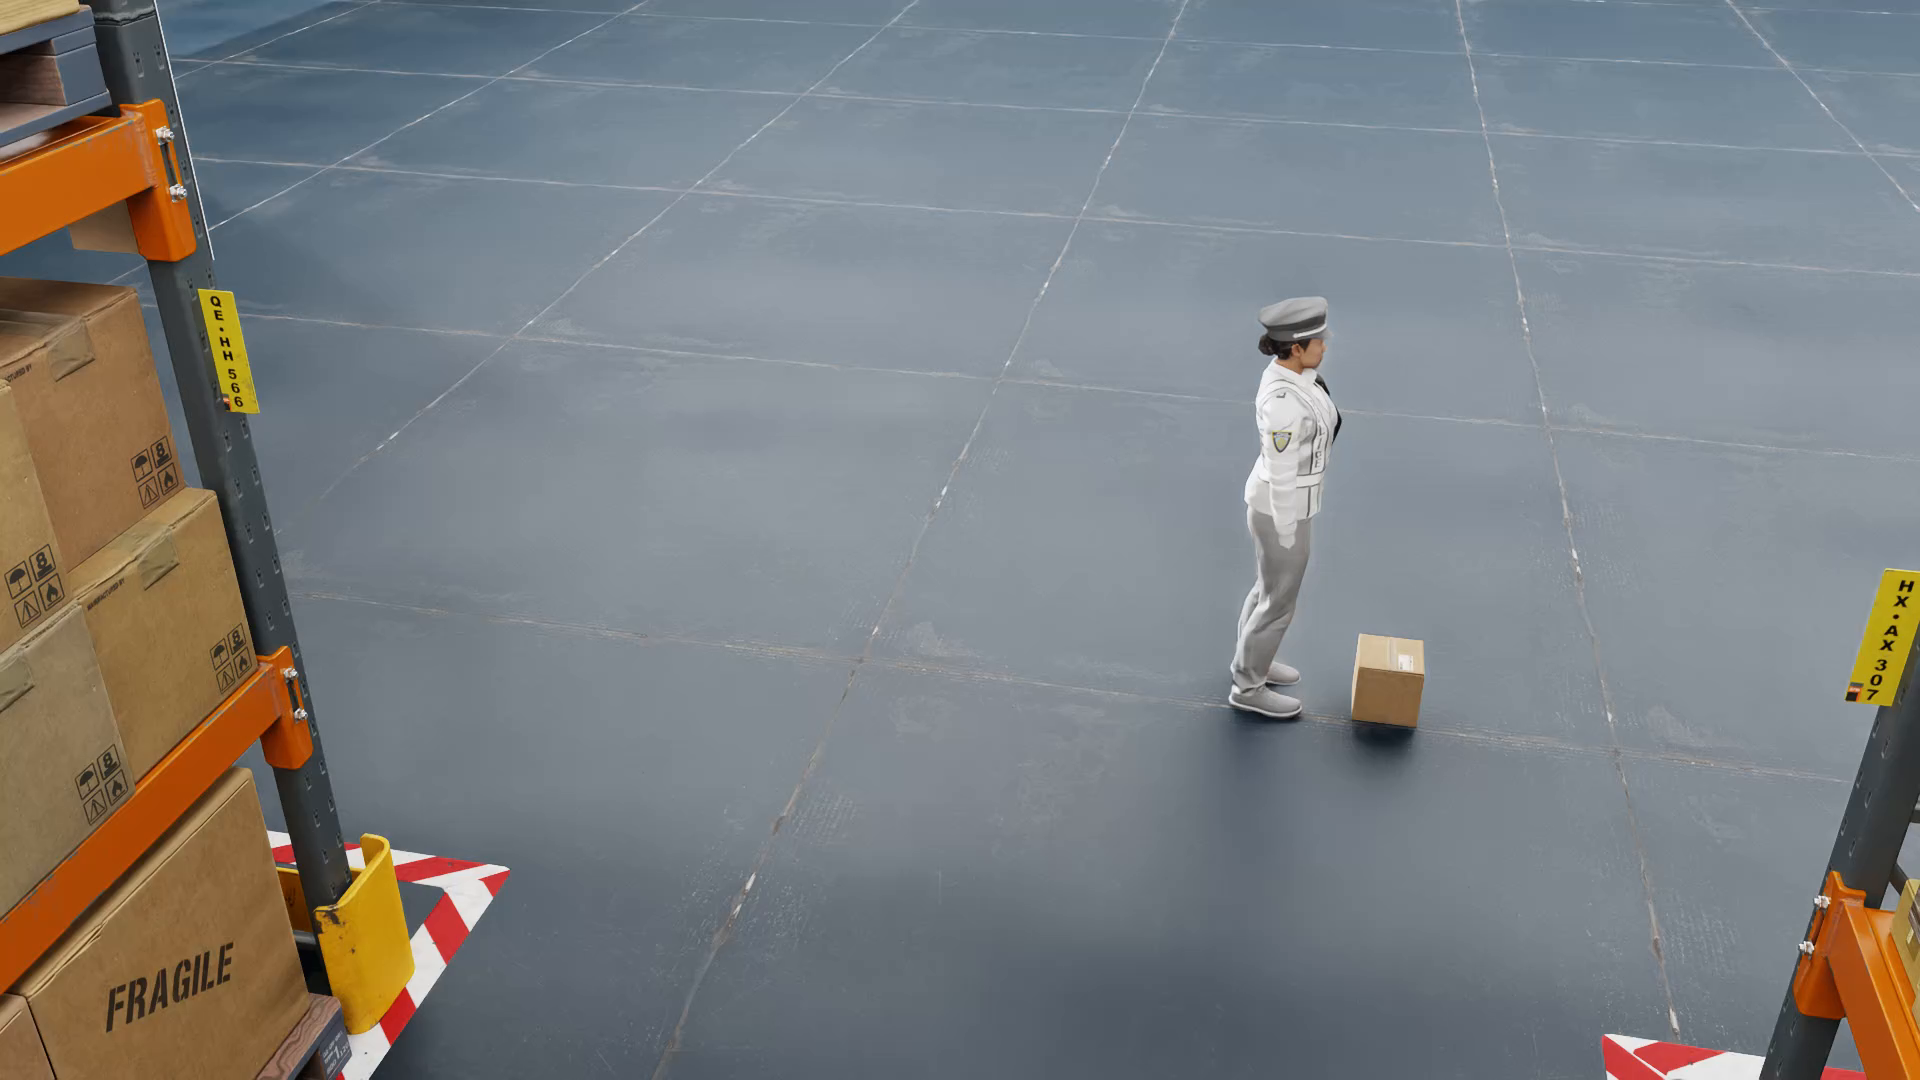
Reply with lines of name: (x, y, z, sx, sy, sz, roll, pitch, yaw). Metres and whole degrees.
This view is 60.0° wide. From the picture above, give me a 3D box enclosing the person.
person: (1.241, -0.119, 6.338, 0.339, 1.687, 0.466, 7, 30, 12)
